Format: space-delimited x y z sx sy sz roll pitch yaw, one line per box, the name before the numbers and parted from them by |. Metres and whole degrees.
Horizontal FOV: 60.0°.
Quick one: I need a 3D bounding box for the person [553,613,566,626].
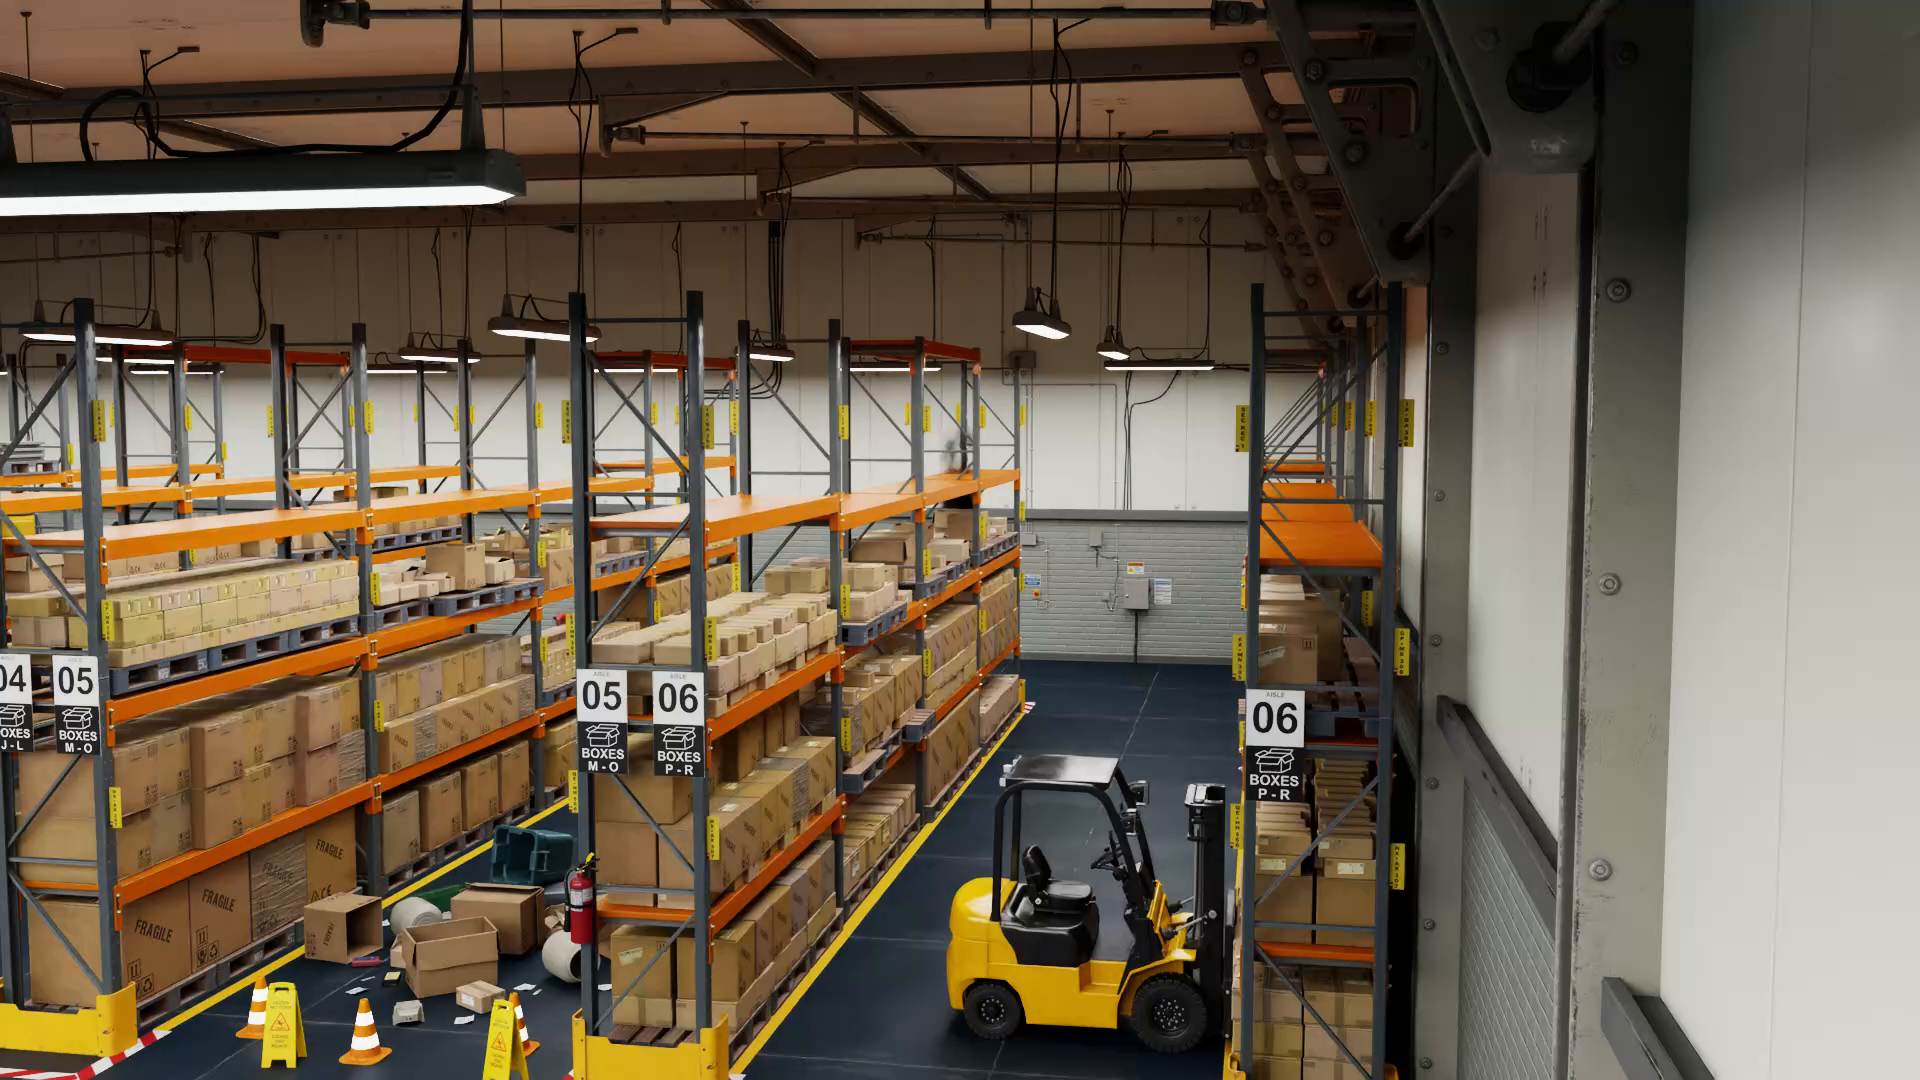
person | -6.586 2.077 27.430 0.632 1.748 0.600 2 5 19
